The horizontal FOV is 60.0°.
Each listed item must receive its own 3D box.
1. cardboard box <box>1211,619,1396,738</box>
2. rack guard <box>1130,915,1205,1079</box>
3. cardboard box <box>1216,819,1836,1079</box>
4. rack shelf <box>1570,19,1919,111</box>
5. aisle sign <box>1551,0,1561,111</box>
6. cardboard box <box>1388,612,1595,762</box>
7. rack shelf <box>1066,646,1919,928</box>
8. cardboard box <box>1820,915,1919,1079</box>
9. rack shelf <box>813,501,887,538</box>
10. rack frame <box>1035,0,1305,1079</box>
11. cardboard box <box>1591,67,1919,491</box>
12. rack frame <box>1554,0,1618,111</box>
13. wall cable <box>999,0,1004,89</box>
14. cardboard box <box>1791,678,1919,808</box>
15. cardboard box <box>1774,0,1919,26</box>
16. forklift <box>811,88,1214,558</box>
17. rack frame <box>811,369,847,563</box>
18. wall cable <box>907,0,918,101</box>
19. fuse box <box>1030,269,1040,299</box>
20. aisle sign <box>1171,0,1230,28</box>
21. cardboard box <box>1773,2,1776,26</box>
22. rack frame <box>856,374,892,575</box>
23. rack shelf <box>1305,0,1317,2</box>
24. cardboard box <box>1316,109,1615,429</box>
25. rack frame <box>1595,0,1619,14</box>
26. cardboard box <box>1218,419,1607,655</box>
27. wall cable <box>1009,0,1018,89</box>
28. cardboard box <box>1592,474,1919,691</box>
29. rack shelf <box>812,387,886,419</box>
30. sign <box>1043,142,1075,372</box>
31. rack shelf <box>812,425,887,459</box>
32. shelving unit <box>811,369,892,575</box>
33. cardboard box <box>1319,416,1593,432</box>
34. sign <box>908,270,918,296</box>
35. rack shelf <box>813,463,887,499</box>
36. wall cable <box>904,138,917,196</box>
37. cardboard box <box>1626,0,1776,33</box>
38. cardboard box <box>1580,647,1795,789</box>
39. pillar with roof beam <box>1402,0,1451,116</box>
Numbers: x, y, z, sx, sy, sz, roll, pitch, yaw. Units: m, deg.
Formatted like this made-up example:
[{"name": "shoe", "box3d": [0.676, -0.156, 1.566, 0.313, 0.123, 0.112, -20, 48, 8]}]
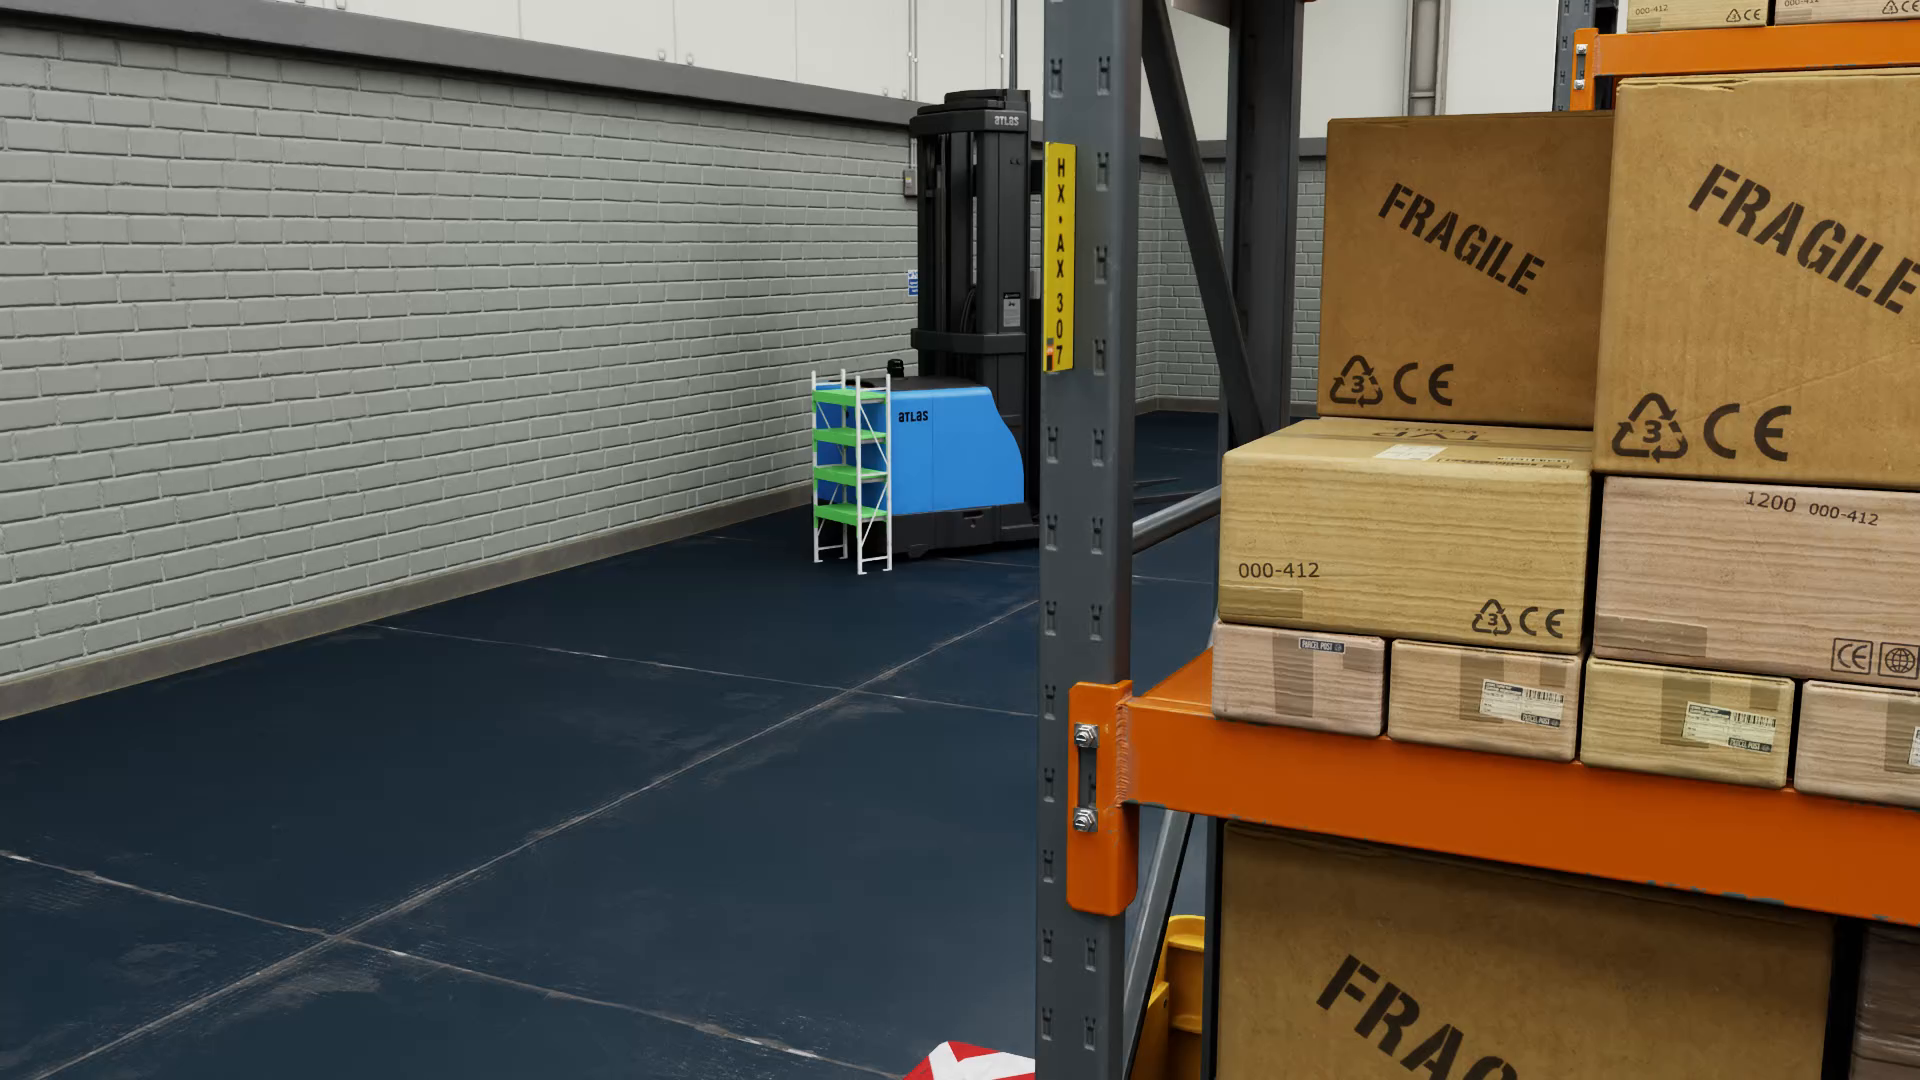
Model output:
[{"name": "cardboard box", "box3d": [0.568, 0.171, 2.569, 0.250, 0.149, 0.380, 5, 11, 26]}, {"name": "rack guard", "box3d": [0.374, 1.195, 3.226, 0.348, 0.500, 1.175, 5, 11, 26]}, {"name": "cardboard box", "box3d": [1.005, 0.843, 2.937, 0.875, 0.875, 0.875, 5, 11, 26]}, {"name": "rack shelf", "box3d": [4.475, -1.782, 6.252, 4.000, 0.370, 1.077, 5, 11, 26]}, {"name": "aisle sign", "box3d": [2.483, -2.055, 6.861, 0.004, 0.787, 0.394, 5, 11, 26]}, {"name": "cardboard box", "box3d": [0.799, 0.191, 2.459, 0.250, 0.149, 0.380, 5, 11, 25]}, {"name": "rack shelf", "box3d": [2.189, 0.478, 2.186, 4.000, 0.370, 1.077, 5, 11, 26]}, {"name": "cardboard box", "box3d": [1.821, 0.915, 2.540, 0.875, 0.875, 0.875, 5, 11, 26]}, {"name": "rack shelf", "box3d": [-0.668, -0.129, 10.281, 0.258, 0.148, 0.480, -8, 13, -37]}, {"name": "rack frame", "box3d": [0.397, -0.034, 2.996, 0.053, 2.616, 0.949, 5, 11, 26]}, {"name": "cardboard box", "box3d": [1.155, -0.355, 2.248, 0.500, 0.500, 0.500, 5, 11, 24]}, {"name": "rack frame", "box3d": [2.681, -0.818, 7.326, 0.127, 3.000, 1.000, 5, 11, 26]}, {"name": "wall cable", "box3d": [-0.110, -5.091, 14.094, 0.029, 3.000, 2.355, 5, 11, 26]}, {"name": "cardboard box", "box3d": [1.263, 0.231, 2.235, 0.250, 0.149, 0.380, 5, 11, 25]}, {"name": "cardboard box", "box3d": [3.441, -2.102, 6.418, 0.500, 0.250, 0.500, 5, 12, 28]}, {"name": "forklift", "box3d": [0.527, -1.501, 11.295, 3.031, 2.935, 1.130, -6, 12, -32]}, {"name": "rack frame", "box3d": [-0.816, -0.463, 10.417, 0.240, 1.200, 0.015, -8, 13, -37]}, {"name": "wall cable", "box3d": [-0.445, -4.972, 13.432, 0.029, 3.000, 0.463, 5, 11, 26]}, {"name": "fuse box", "box3d": [0.774, -1.747, 16.077, 0.414, 1.711, 0.539, 5, 11, 26]}, {"name": "aisle sign", "box3d": [0.464, -1.366, 3.057, 0.004, 0.787, 0.394, 5, 11, 26]}, {"name": "cardboard box", "box3d": [3.206, -2.226, 7.107, 0.500, 0.250, 0.500, 5, 11, 25]}, {"name": "rack frame", "box3d": [-0.520, -0.394, 10.036, 0.240, 1.200, 0.015, -8, 13, -37]}, {"name": "rack shelf", "box3d": [2.189, -0.998, 1.919, 4.000, 0.370, 1.077, 5, 11, 26]}, {"name": "cardboard box", "box3d": [0.949, -0.479, 2.933, 0.500, 0.500, 0.500, 5, 11, 27]}, {"name": "rack frame", "box3d": [2.681, -3.770, 6.791, 0.127, 3.000, 1.000, 5, 11, 26]}, {"name": "cardboard box", "box3d": [0.707, -0.025, 2.532, 0.500, 0.250, 0.500, 5, 11, 24]}, {"name": "wall cable", "box3d": [1.157, -5.552, 16.533, 0.133, 3.039, 2.988, 5, 11, 26]}, {"name": "cardboard box", "box3d": [1.176, 0.015, 2.312, 0.500, 0.250, 0.500, 5, 11, 25]}, {"name": "rack shelf", "box3d": [-0.668, -0.838, 10.153, 0.258, 0.148, 0.480, -8, 13, -37]}, {"name": "sign", "box3d": [0.145, -0.410, 2.422, 0.005, 0.325, 0.100, 5, 11, 26]}, {"name": "rack shelf", "box3d": [-0.668, -0.601, 10.195, 0.258, 0.148, 0.480, -8, 13, -37]}, {"name": "shelving unit", "box3d": [-0.668, -0.428, 10.227, 0.258, 1.200, 0.503, -8, 13, -37]}, {"name": "cardboard box", "box3d": [0.948, -0.110, 3.003, 0.500, 0.250, 0.500, 5, 11, 25]}, {"name": "sign", "box3d": [-0.363, -2.187, 14.132, 0.001, 0.218, 0.327, 5, 11, 26]}, {"name": "rack shelf", "box3d": [-0.668, -0.365, 10.238, 0.258, 0.148, 0.480, -8, 13, -37]}, {"name": "wall cable", "box3d": [-0.286, -2.572, 14.079, 0.123, 1.953, 0.585, 5, 11, 26]}, {"name": "cardboard box", "box3d": [2.971, -2.144, 6.651, 0.500, 0.250, 0.500, 5, 12, 28]}, {"name": "cardboard box", "box3d": [1.029, 0.211, 2.348, 0.250, 0.149, 0.380, 5, 11, 24]}, {"name": "pillar with roof beam", "box3d": [3.050, -5.030, 13.756, 0.400, 9.000, 9.100, 5, 11, 26]}]
